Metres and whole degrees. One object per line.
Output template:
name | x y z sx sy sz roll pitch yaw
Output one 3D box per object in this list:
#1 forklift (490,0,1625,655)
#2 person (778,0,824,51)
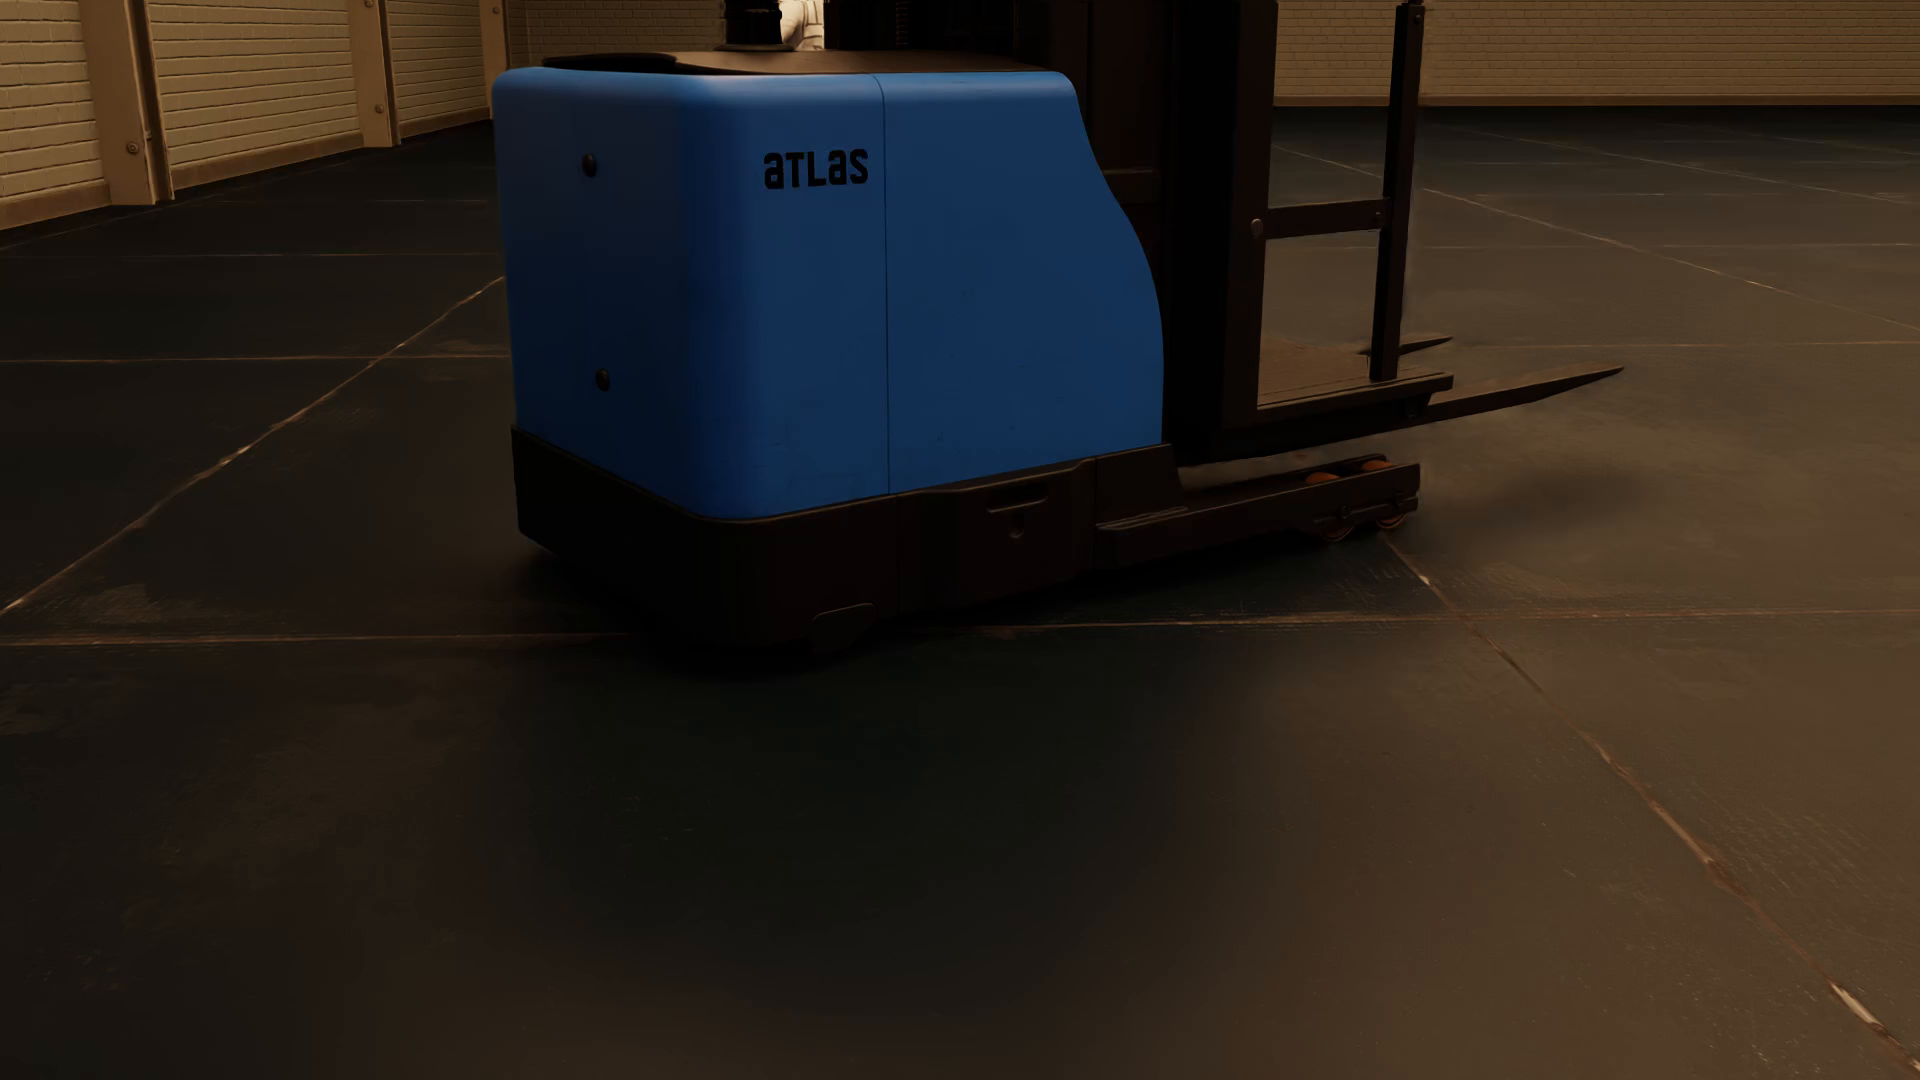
forklift | 0.494 -1.507 3.833 3.031 2.935 1.130 -12 21 -34
person | -0.526 -1.513 6.449 1.052 1.608 0.529 -16 23 -42
